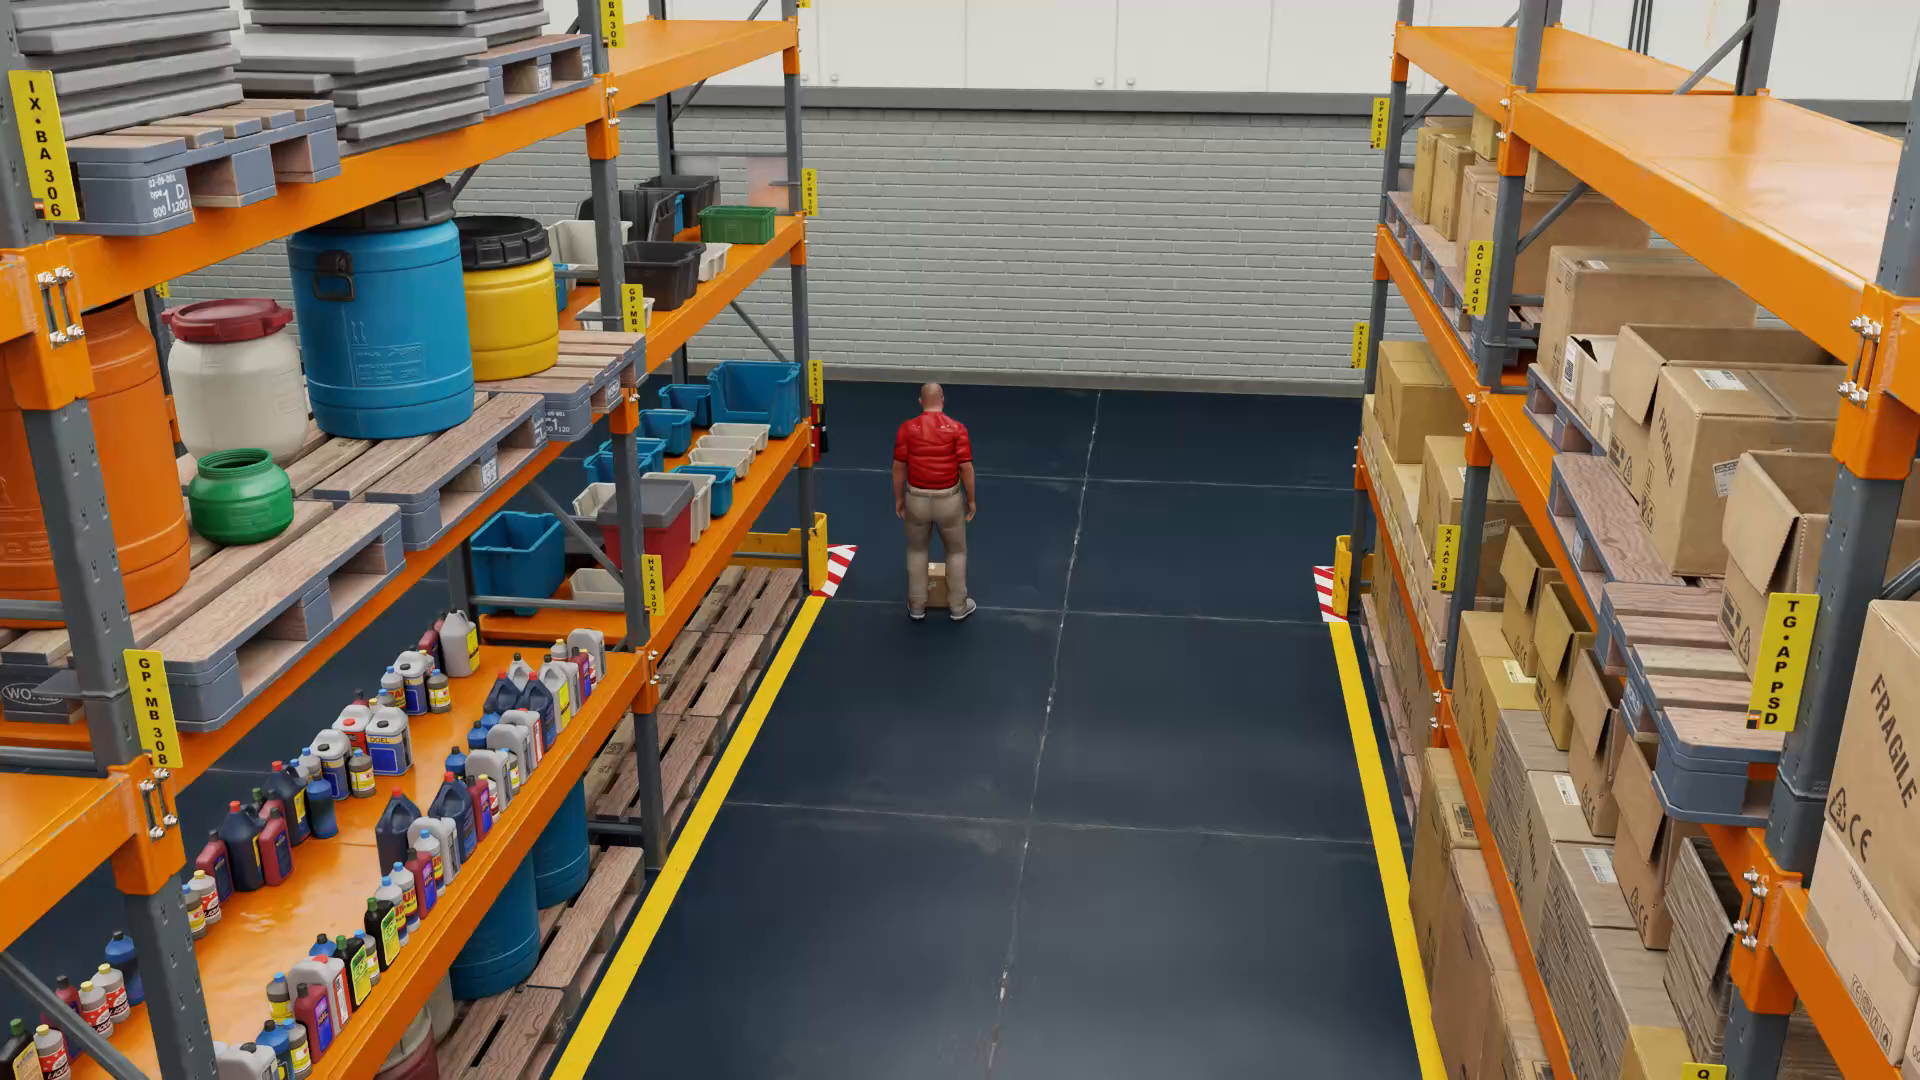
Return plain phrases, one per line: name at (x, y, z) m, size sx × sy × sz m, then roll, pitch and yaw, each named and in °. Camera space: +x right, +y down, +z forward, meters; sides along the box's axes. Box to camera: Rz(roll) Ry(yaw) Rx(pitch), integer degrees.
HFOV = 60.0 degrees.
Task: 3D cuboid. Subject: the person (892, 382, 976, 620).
person at (-0.180, -0.267, 11.797) m, size 0.585 × 1.726 × 0.396 m, roll 2°, pitch 21°, yaw 6°
